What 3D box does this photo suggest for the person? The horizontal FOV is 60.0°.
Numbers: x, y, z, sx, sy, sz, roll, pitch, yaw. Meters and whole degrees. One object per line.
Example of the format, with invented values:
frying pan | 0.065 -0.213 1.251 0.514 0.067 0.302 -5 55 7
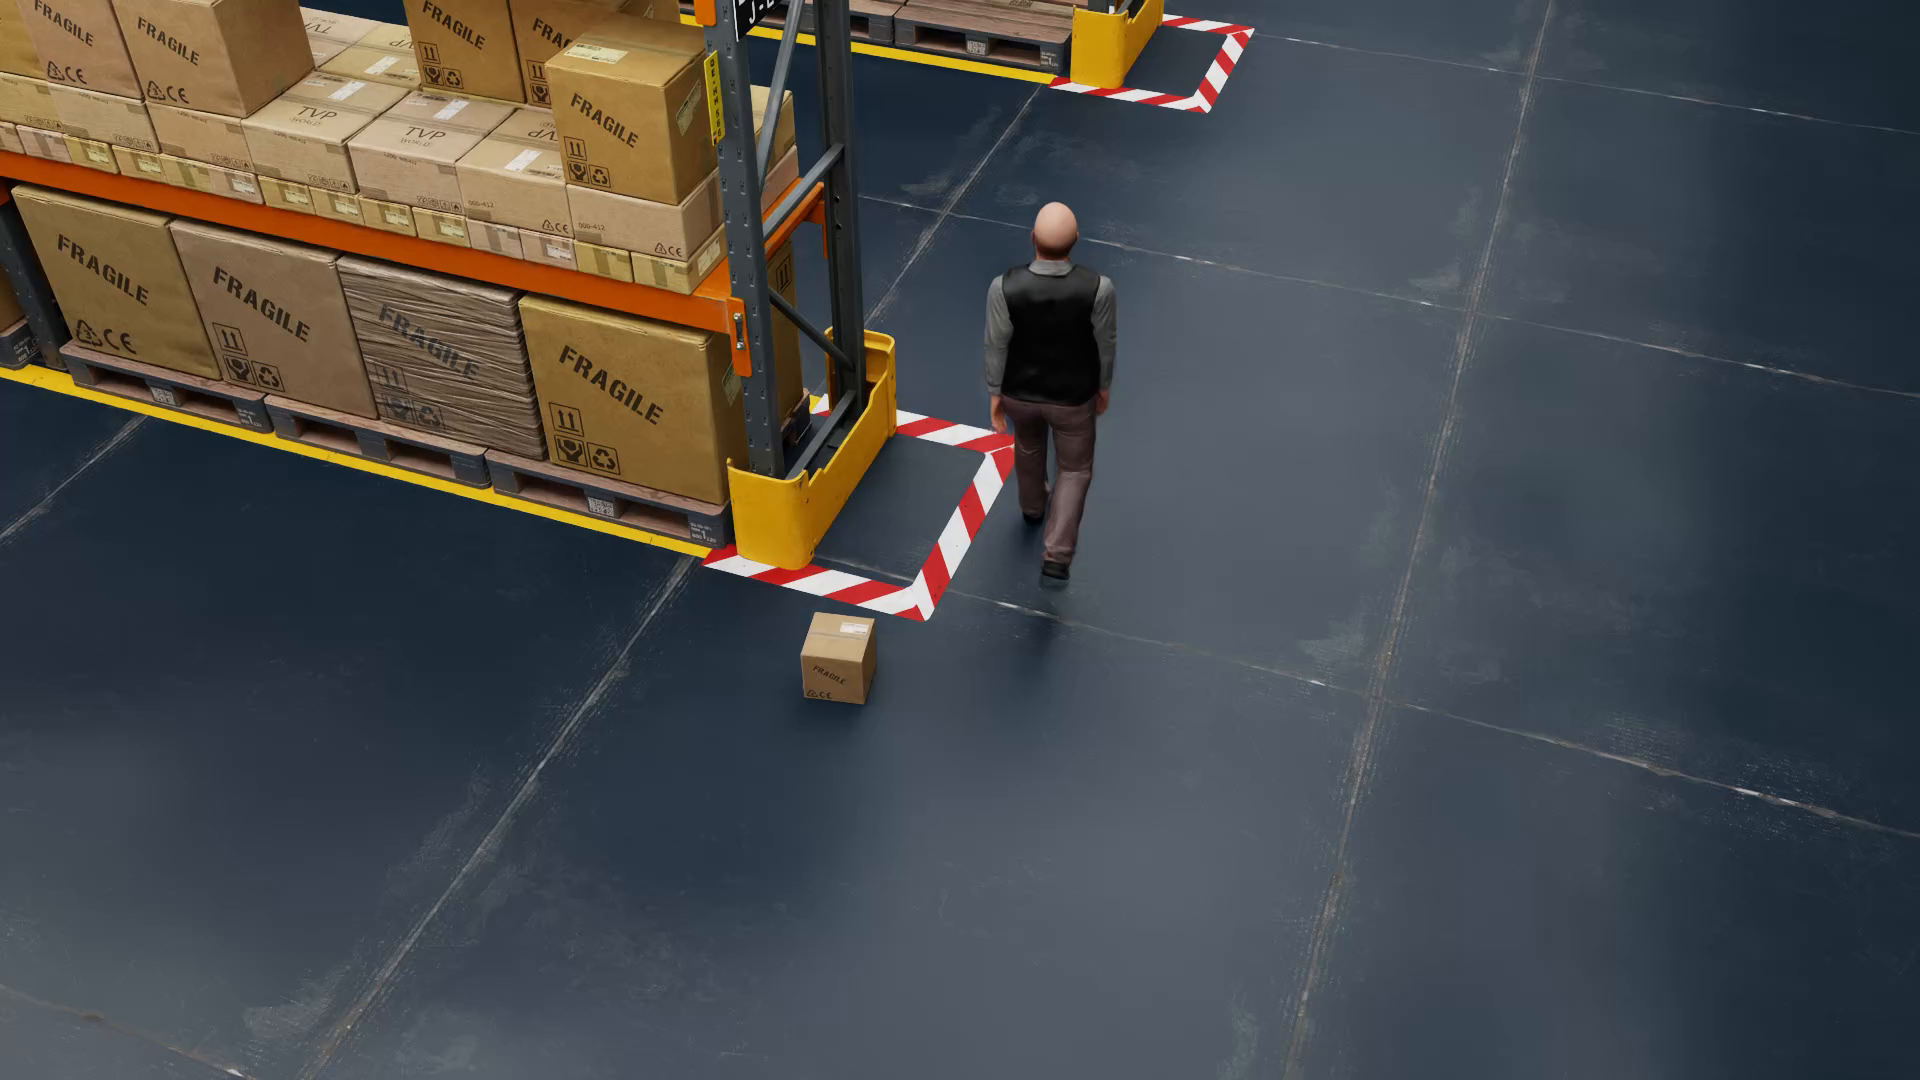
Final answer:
person | 0.362 -0.603 6.864 0.532 1.694 0.905 7 42 8
